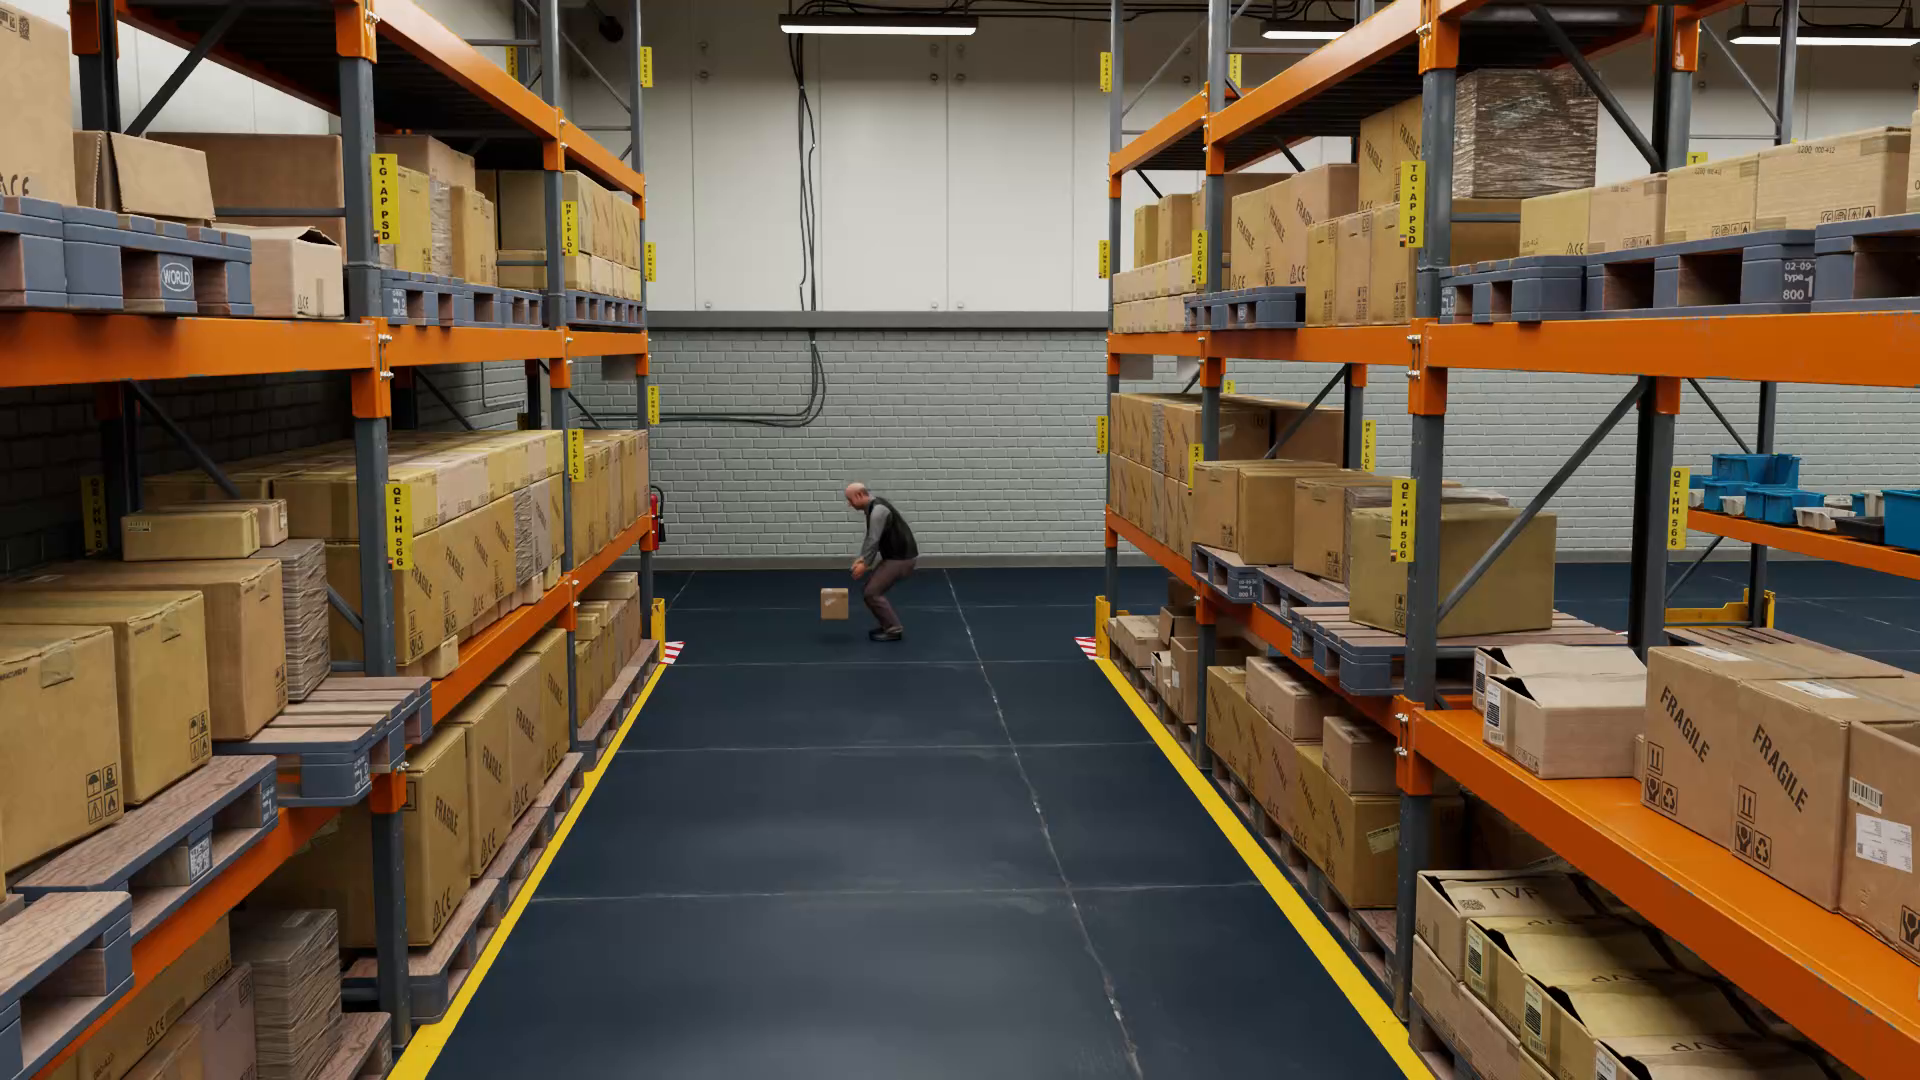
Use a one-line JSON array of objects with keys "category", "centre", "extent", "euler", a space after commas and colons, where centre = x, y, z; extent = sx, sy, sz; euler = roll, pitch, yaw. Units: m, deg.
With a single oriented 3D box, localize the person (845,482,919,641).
[{"category": "person", "centre": [-0.718, 0.193, 15.355], "extent": [0.669, 1.462, 0.590], "euler": [0, 7, -3]}]
